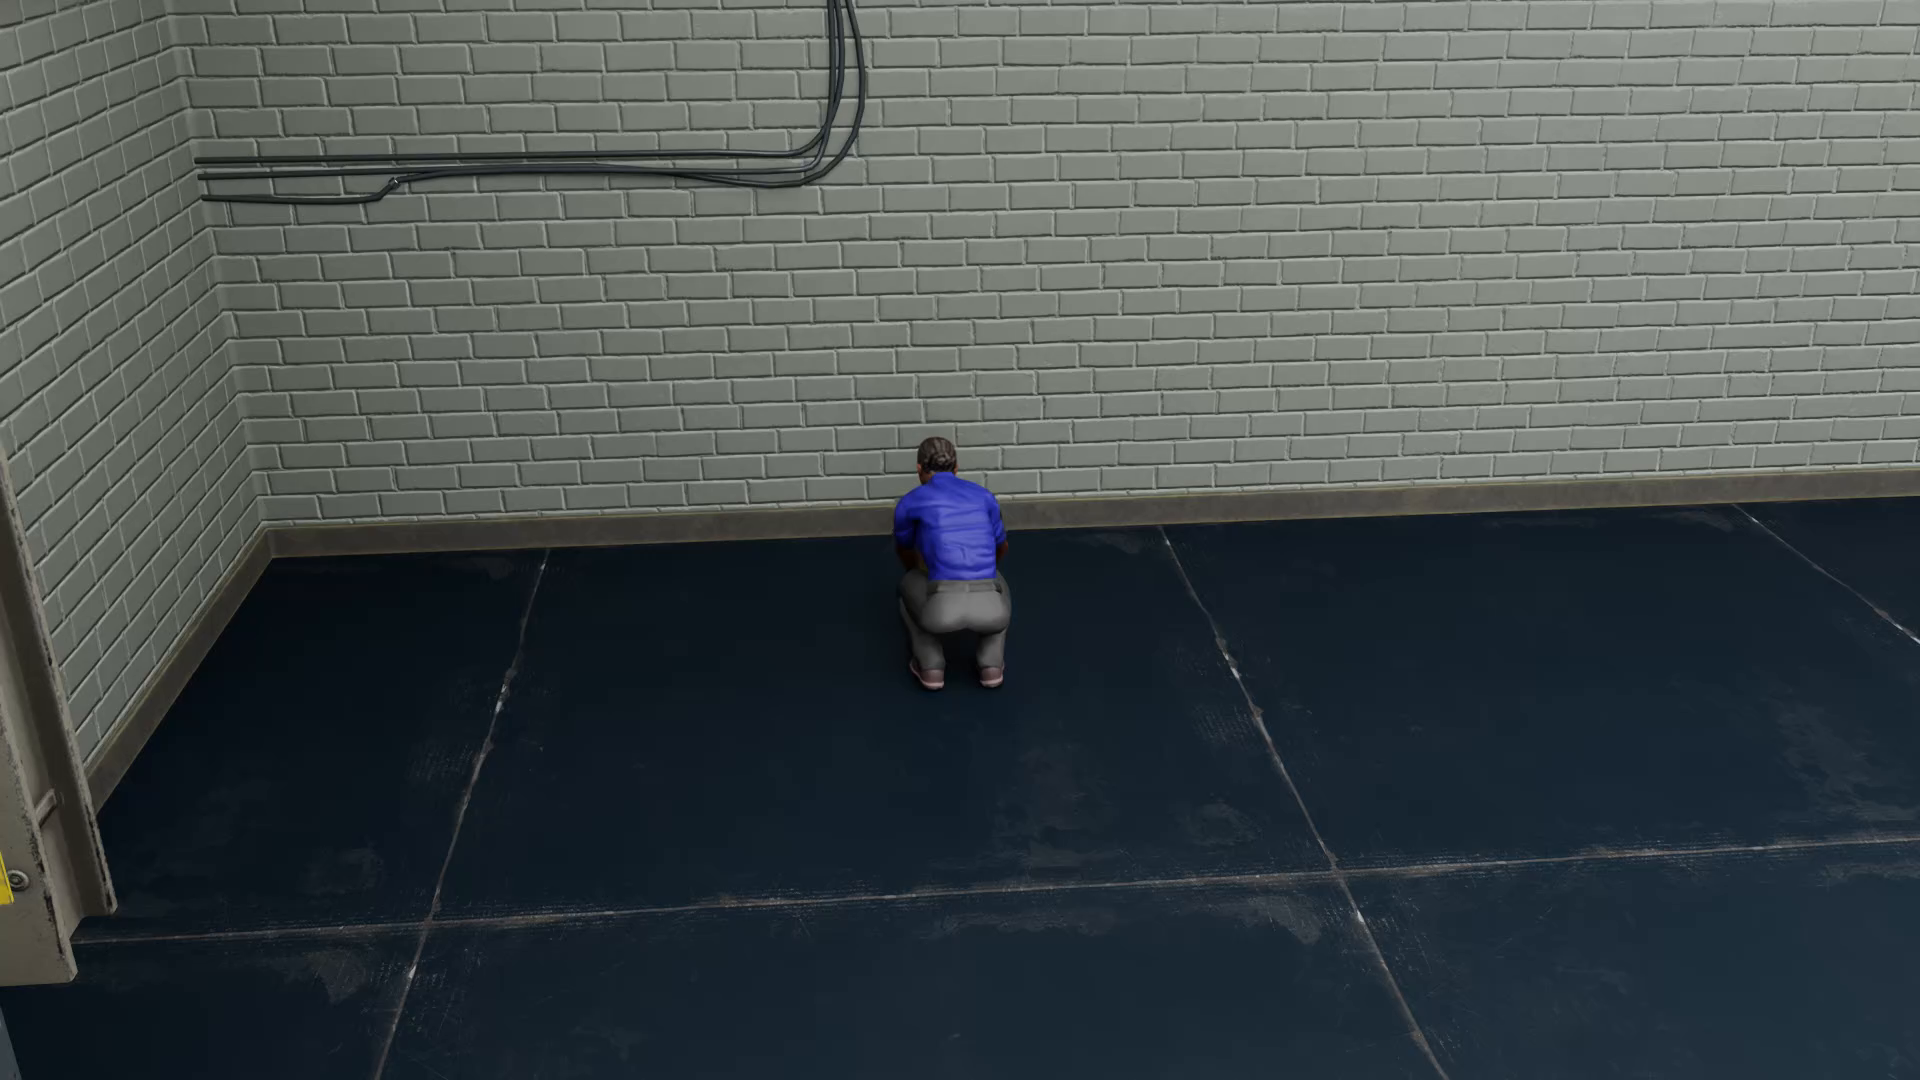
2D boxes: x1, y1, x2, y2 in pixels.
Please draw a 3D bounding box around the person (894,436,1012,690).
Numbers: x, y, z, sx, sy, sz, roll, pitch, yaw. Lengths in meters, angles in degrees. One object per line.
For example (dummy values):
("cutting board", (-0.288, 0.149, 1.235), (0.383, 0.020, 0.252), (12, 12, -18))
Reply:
("person", (-0.023, 0.080, 6.853), (0.489, 0.925, 0.826), (-2, 24, -5))
